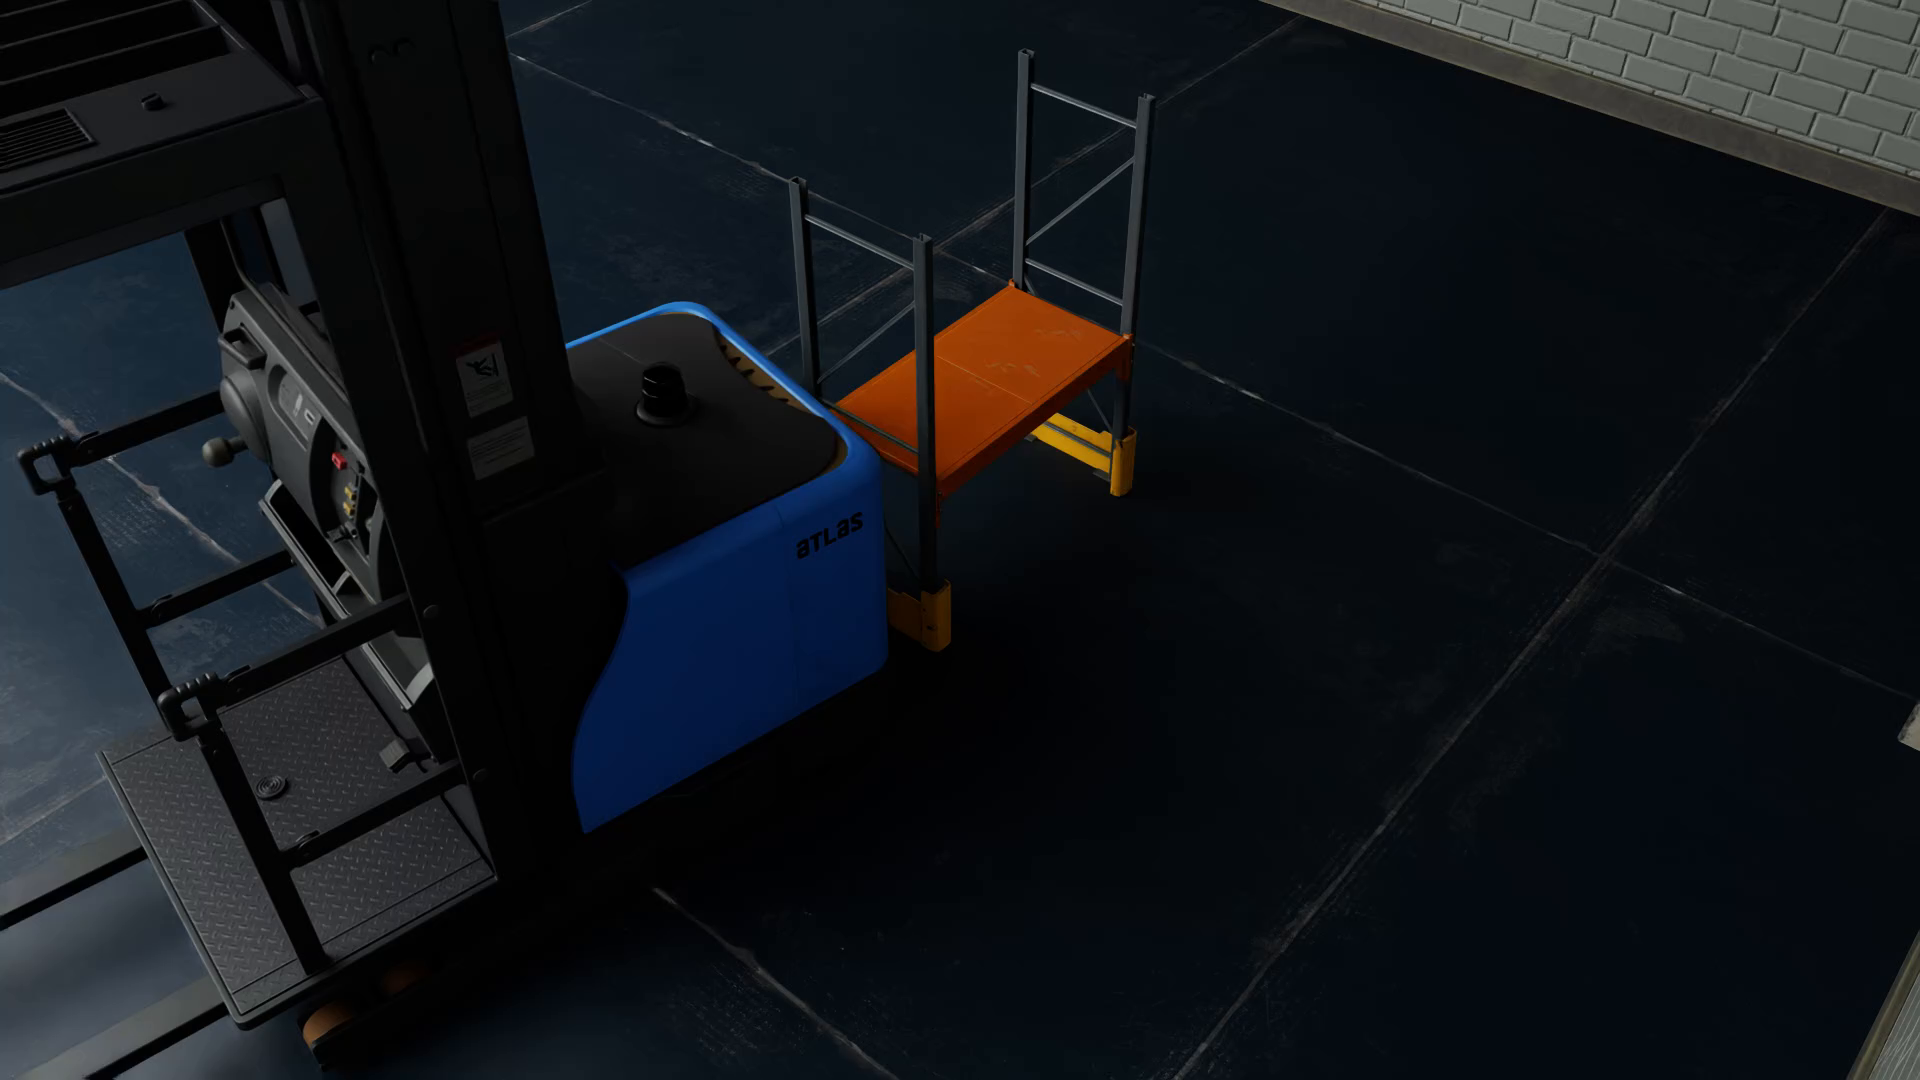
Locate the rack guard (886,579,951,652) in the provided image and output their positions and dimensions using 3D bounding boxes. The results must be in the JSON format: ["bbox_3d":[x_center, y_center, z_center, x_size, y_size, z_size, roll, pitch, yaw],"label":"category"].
[{"bbox_3d":[-0.271,0.125,5.398,0.587,0.250,0.087,29,50,28],"label":"rack guard"}]

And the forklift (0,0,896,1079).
[{"bbox_3d":[-1.666,-0.155,3.713,3.031,2.935,1.130,-28,49,-27],"label":"forklift"}]

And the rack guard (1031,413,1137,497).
[{"bbox_3d":[0.370,-0.388,5.962,0.587,0.250,0.087,29,50,28],"label":"rack guard"}]

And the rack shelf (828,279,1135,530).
[{"bbox_3d":[0.055,-0.466,5.386,0.538,0.185,1.000,29,50,28],"label":"rack shelf"}]

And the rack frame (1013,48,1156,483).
[{"bbox_3d":[0.382,-0.861,5.553,0.500,1.500,0.032,29,50,28],"label":"rack frame"}]

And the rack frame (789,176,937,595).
[{"bbox_3d":[-0.272,-0.337,4.977,0.500,1.500,0.032,29,50,28],"label":"rack frame"}]

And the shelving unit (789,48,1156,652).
[{"bbox_3d":[0.049,-0.594,5.260,0.587,1.500,1.083,29,50,28],"label":"shelving unit"}]
